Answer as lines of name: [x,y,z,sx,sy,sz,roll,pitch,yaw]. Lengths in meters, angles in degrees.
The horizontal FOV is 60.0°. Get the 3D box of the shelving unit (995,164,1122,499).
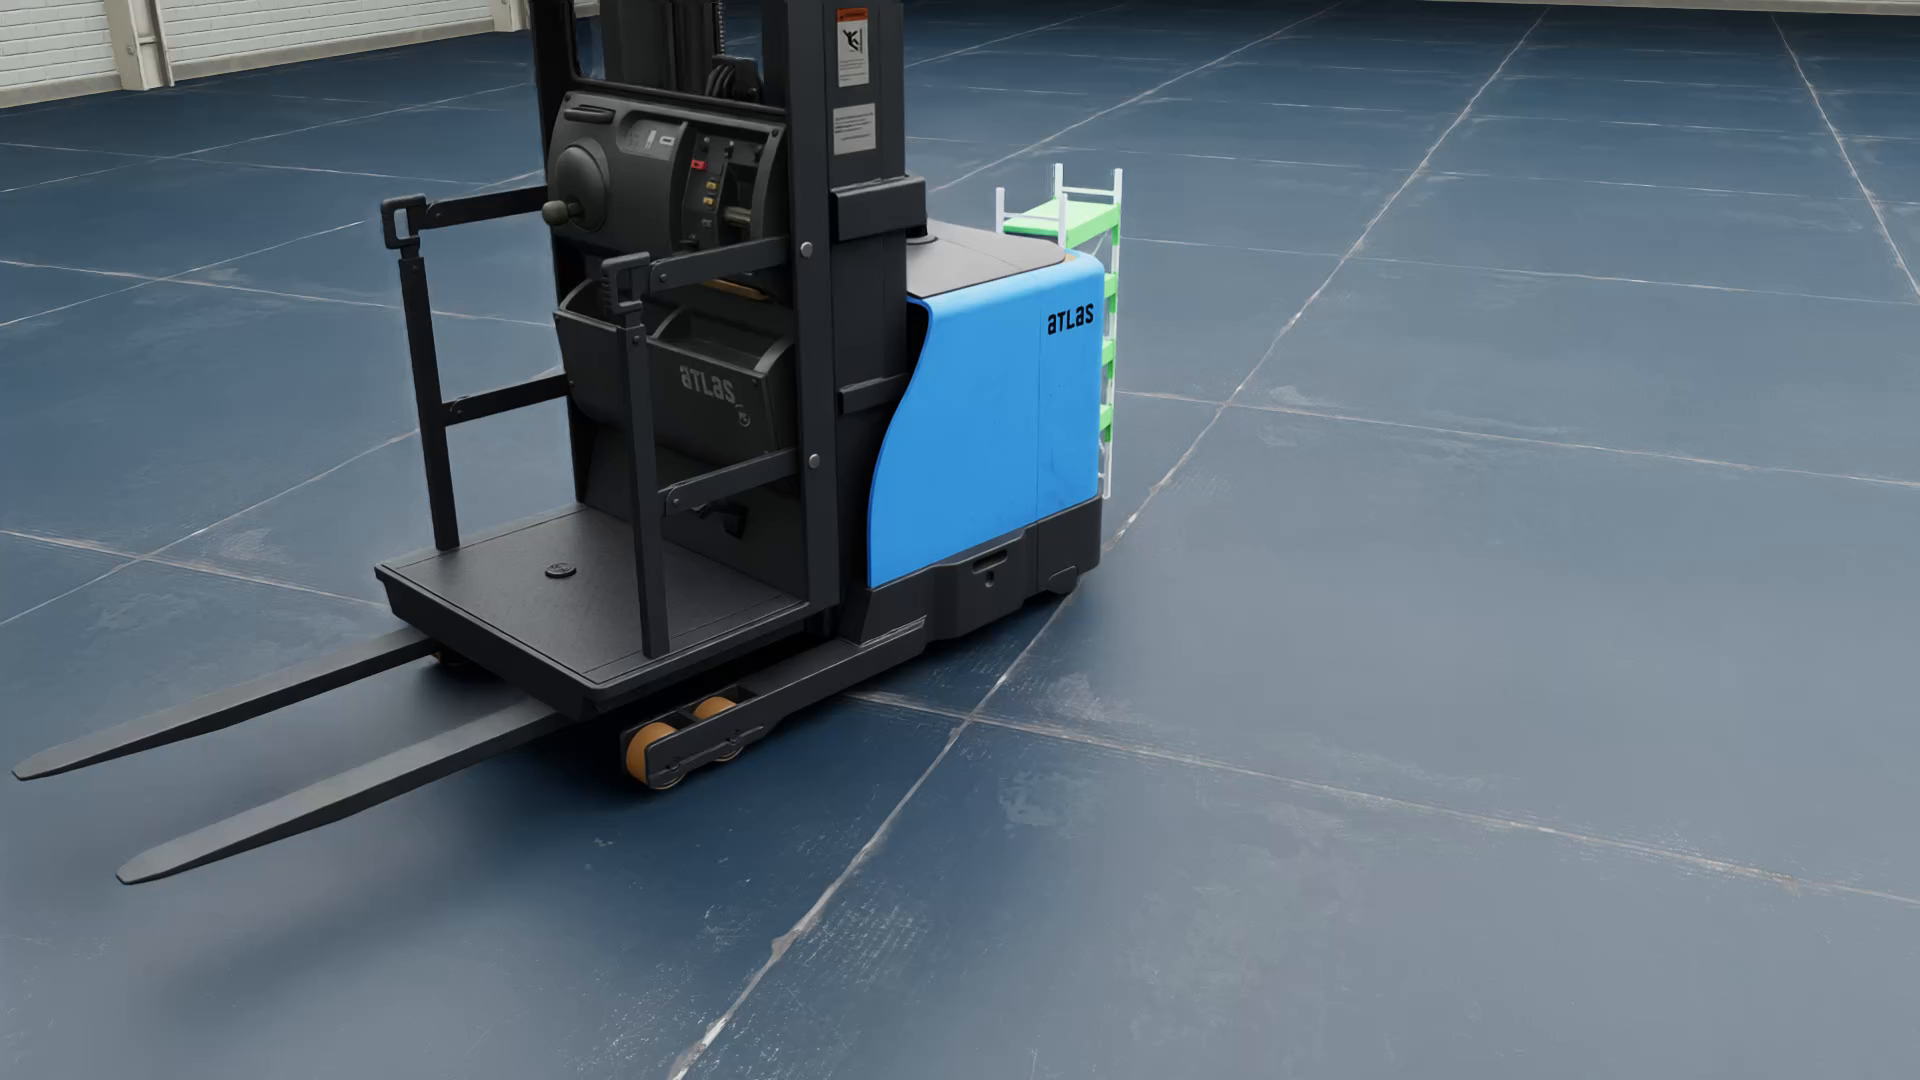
shelving unit: [0.334,-0.642,5.730,0.258,1.200,0.503,11,25,24]

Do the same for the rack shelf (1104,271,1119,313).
rack shelf: [0.334,-0.804,5.662,0.258,0.148,0.480,11,25,24]

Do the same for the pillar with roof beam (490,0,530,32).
pillar with roof beam: [-1.837,-10.176,18.436,9.100,9.000,0.400,9,24,20]

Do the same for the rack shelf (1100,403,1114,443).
rack shelf: [0.334,-0.361,5.847,0.258,0.148,0.480,11,25,24]

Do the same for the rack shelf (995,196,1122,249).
rack shelf: [0.334,-1.026,5.569,0.258,0.148,0.480,11,25,24]

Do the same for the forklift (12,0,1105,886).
forklift: [-0.928,-0.941,4.200,1.130,2.935,3.031,20,30,40]

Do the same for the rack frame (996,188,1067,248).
rack frame: [0.228,-0.557,5.527,0.240,1.200,0.015,11,25,24]

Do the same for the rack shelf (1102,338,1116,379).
rack shelf: [0.334,-0.583,5.754,0.258,0.148,0.480,11,25,24]

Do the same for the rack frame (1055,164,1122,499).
rack frame: [0.440,-0.726,5.932,0.240,1.200,0.015,11,25,24]

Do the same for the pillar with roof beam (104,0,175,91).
pillar with roof beam: [-4.065,-8.028,13.295,9.100,9.000,0.400,9,24,20]
